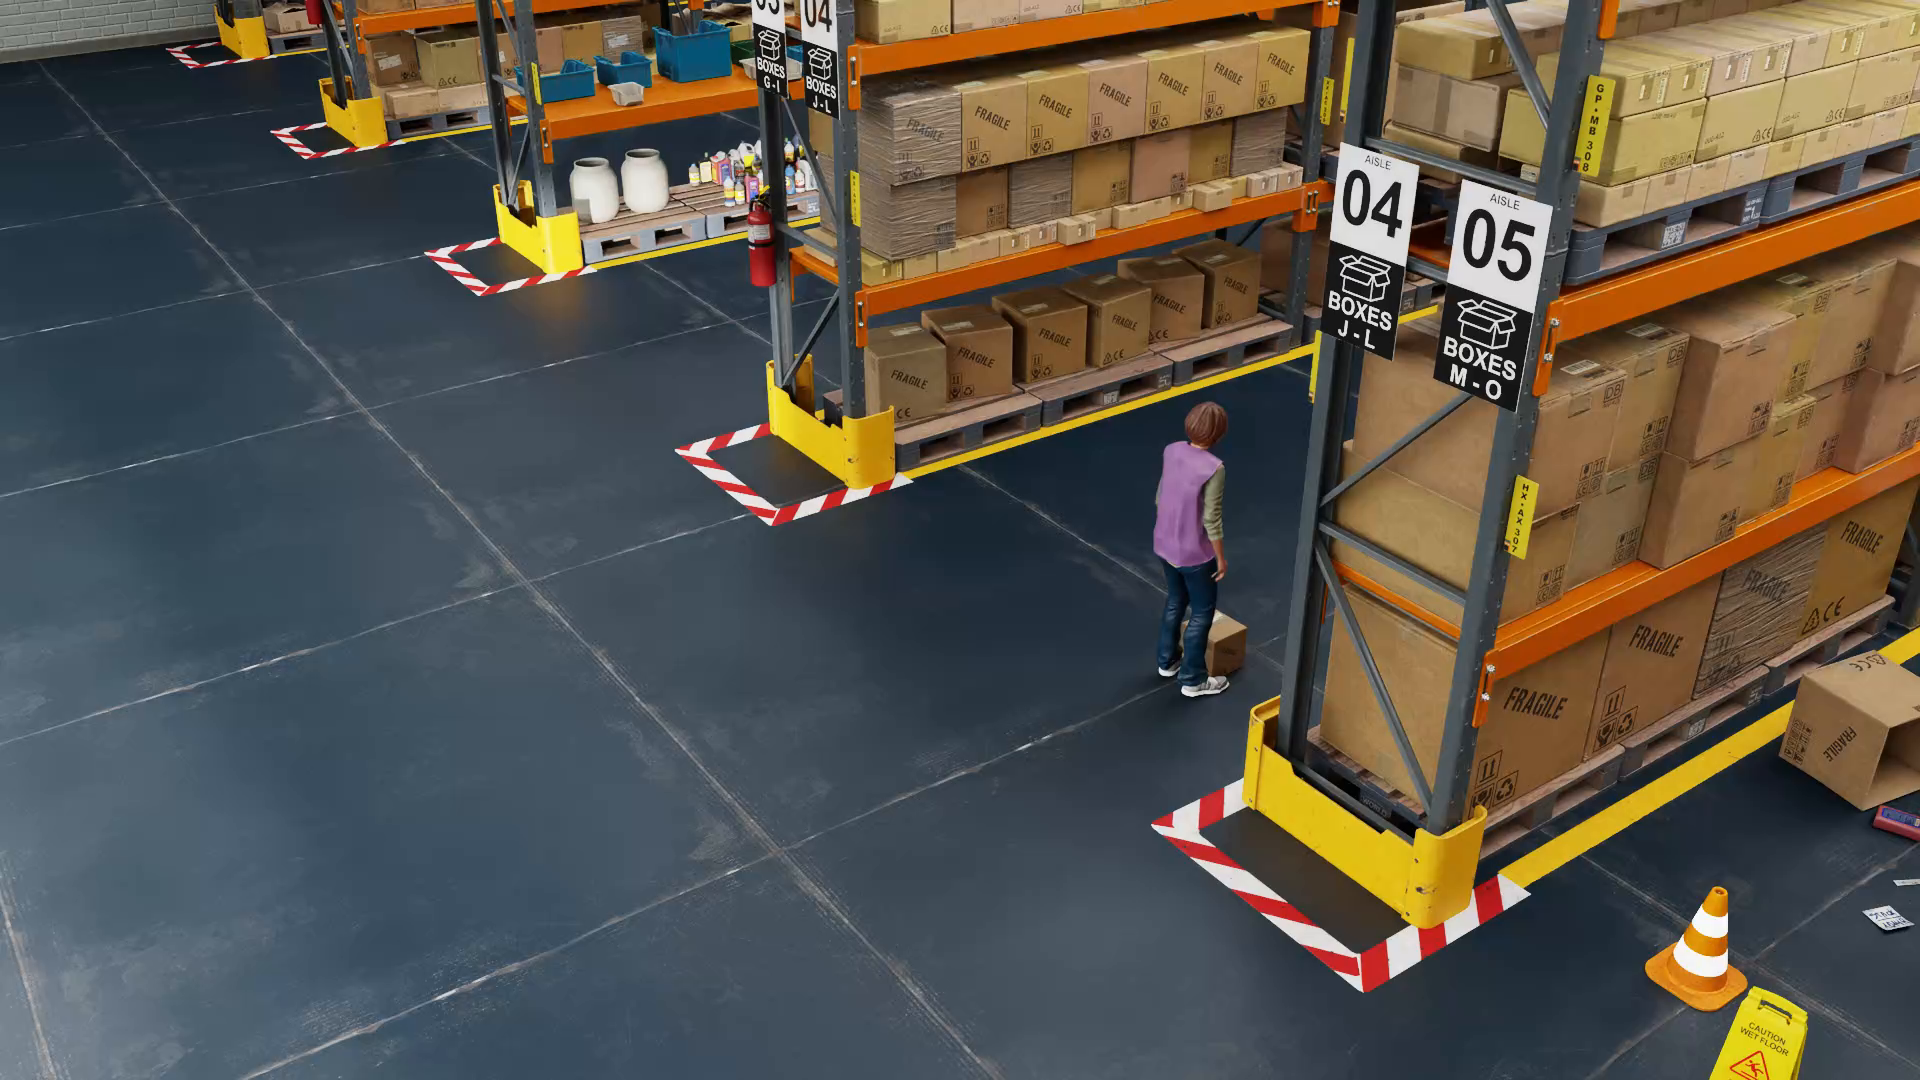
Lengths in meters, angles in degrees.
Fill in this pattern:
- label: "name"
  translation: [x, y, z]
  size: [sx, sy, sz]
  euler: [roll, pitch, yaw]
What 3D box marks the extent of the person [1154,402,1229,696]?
- label: "person"
  translation: [1.190, 0.046, 8.553]
  size: [0.365, 1.592, 0.464]
  euler: [-19, 34, -30]
